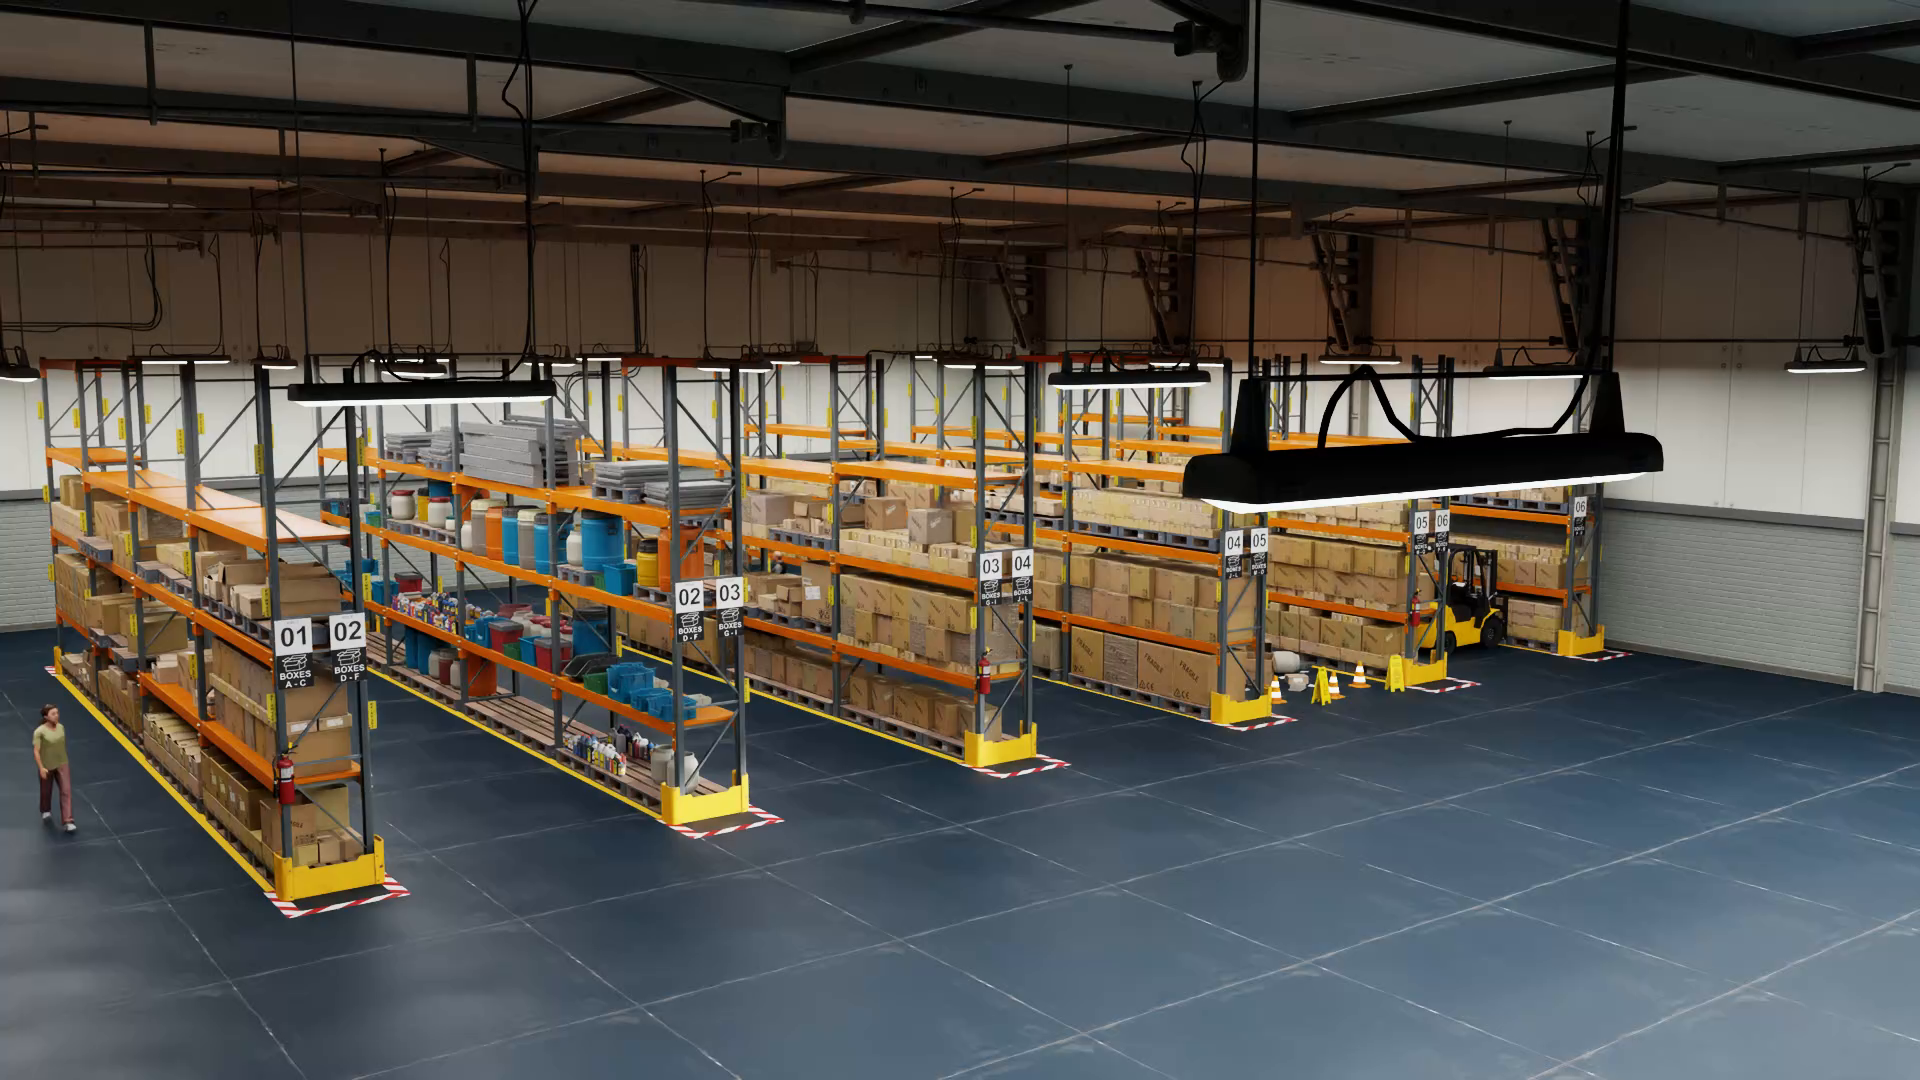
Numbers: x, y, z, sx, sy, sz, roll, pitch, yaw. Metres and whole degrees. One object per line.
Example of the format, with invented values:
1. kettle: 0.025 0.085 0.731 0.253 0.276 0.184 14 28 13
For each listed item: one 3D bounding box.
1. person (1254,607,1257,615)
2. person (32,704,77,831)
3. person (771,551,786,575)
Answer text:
1. person: 6.706 1.005 38.021 0.455 1.612 0.463 3 8 24
2. person: -11.801 2.934 21.591 0.423 1.612 1.082 -6 9 -40
3. person: -3.961 1.103 36.467 0.436 1.719 0.571 2 7 12
